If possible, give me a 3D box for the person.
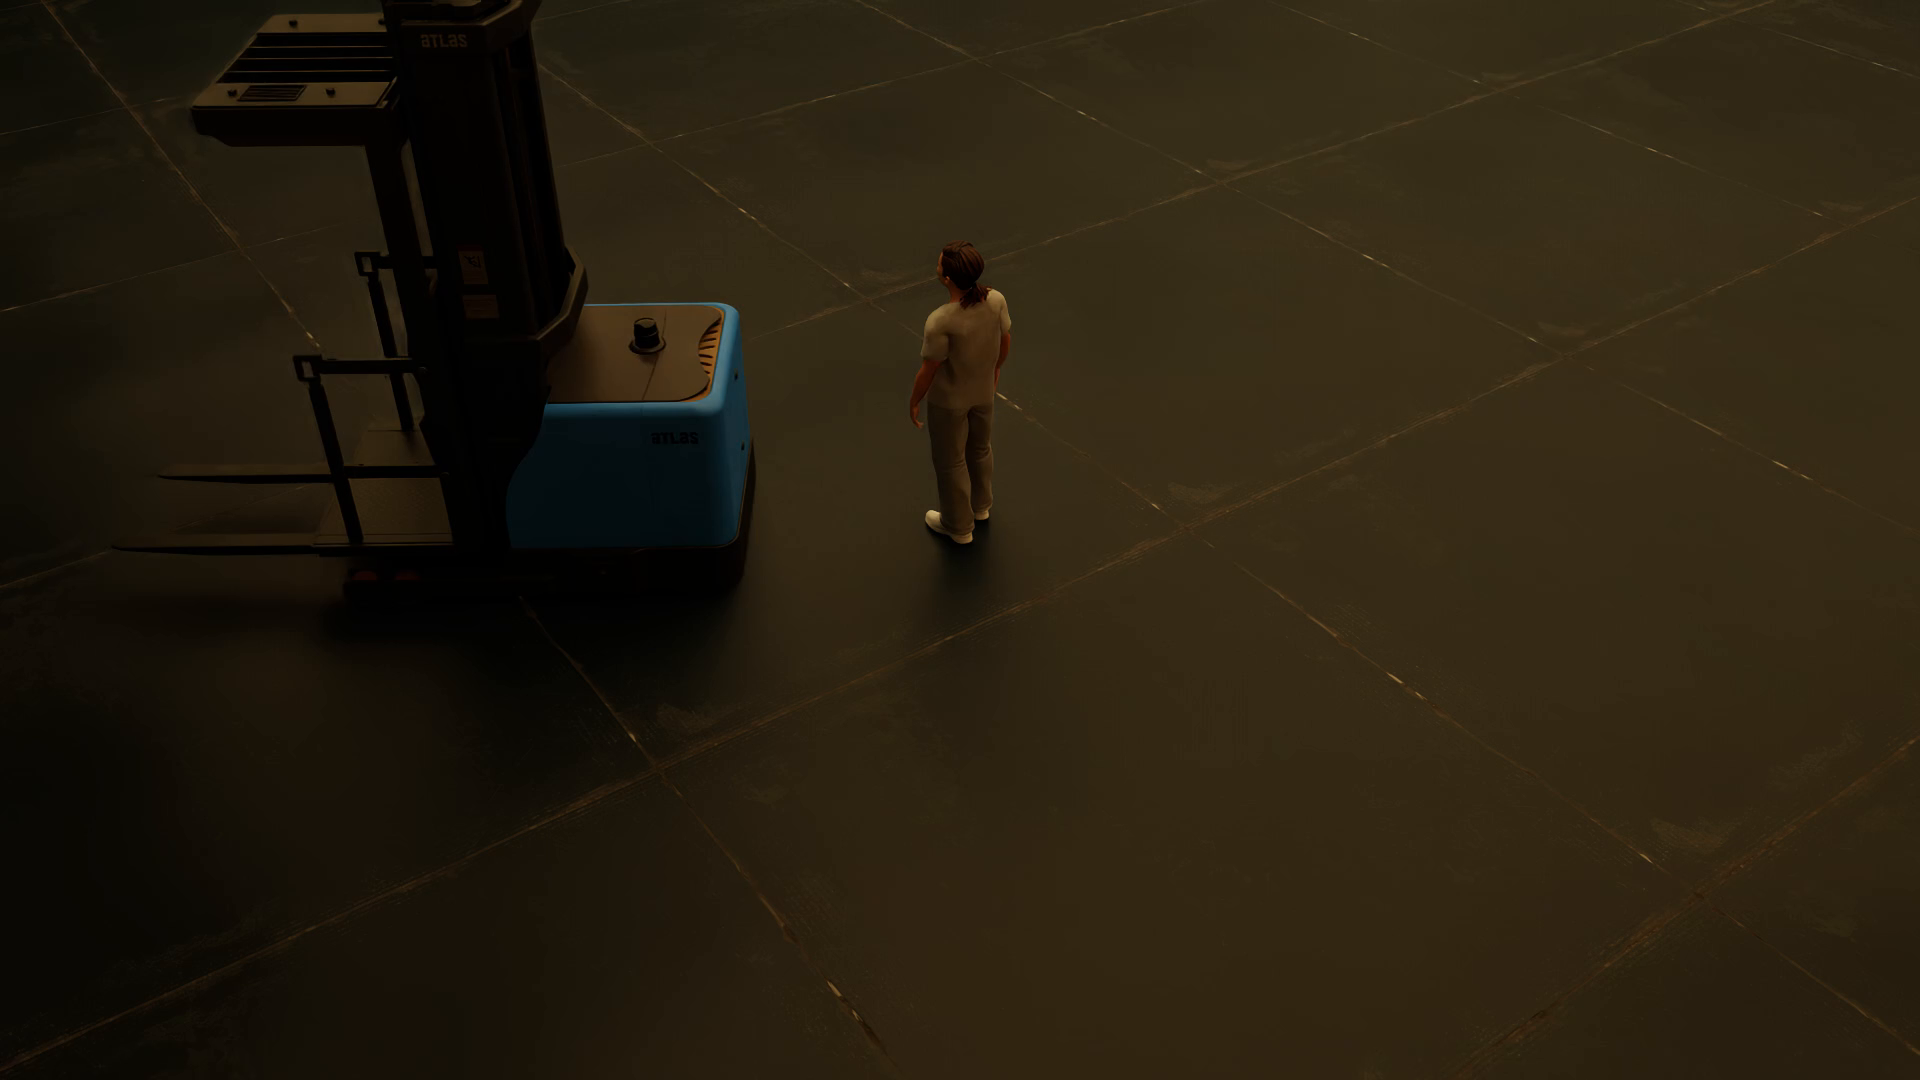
[{"bbox_3d":[-0.032,-0.716,7.965,0.550,1.662,0.548,-23,42,-28],"label":"person"}]

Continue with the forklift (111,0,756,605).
[{"bbox_3d":[-2.577,-1.185,7.548,3.031,2.935,1.130,-1,36,-1],"label":"forklift"}]
